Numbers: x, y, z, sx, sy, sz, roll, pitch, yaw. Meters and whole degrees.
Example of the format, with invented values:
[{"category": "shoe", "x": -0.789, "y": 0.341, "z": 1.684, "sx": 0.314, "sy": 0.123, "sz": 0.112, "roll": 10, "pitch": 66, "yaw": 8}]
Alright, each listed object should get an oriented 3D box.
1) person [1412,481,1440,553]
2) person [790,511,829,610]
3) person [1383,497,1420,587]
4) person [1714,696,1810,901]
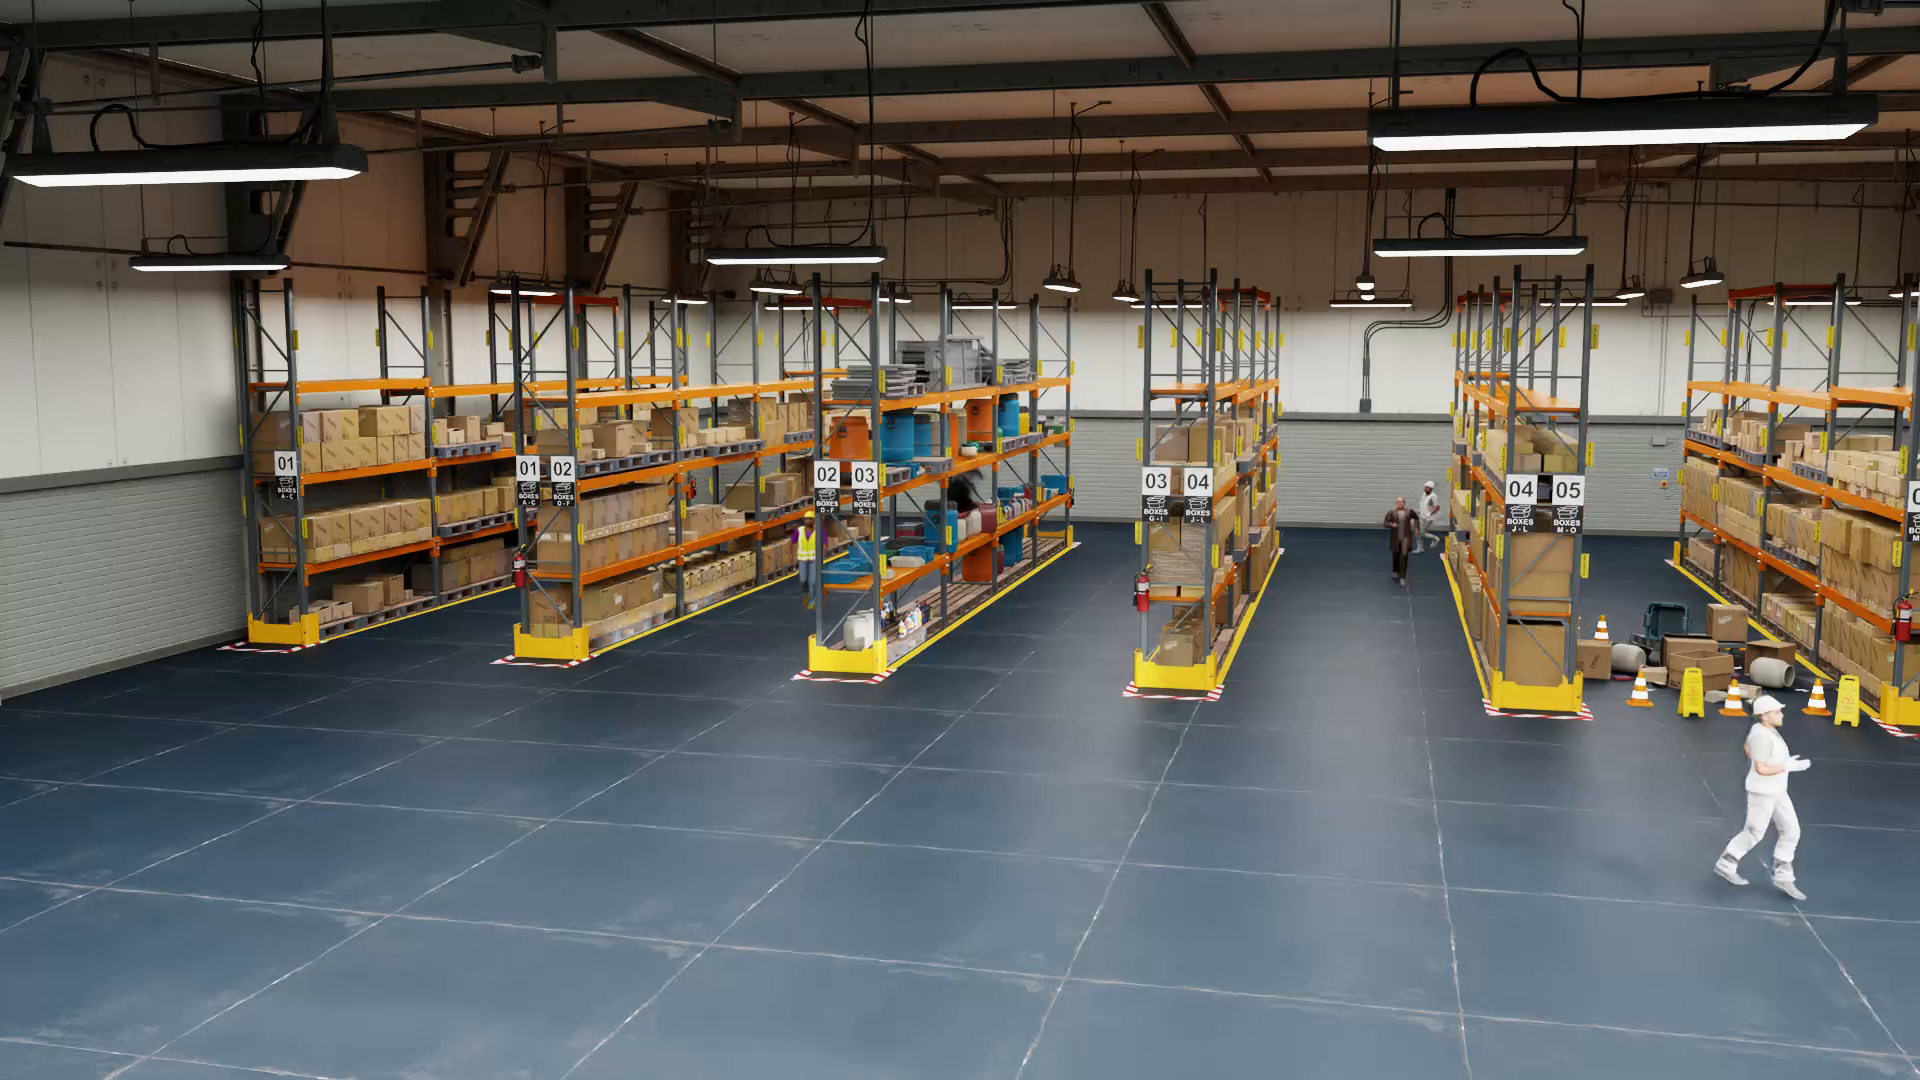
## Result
[{"category": "person", "x": 11.039, "y": -0.525, "z": 39.120, "sx": 0.618, "sy": 1.731, "sz": 0.731, "roll": -1, "pitch": 7, "yaw": -9}, {"category": "person", "x": -2.651, "y": 0.364, "z": 29.140, "sx": 0.698, "sy": 1.735, "sz": 0.545, "roll": 0, "pitch": 7, "yaw": 0}, {"category": "person", "x": 9.100, "y": 0.007, "z": 34.313, "sx": 0.729, "sy": 1.790, "sz": 1.048, "roll": 2, "pitch": 7, "yaw": 17}, {"category": "person", "x": 7.256, "y": 2.309, "z": 15.005, "sx": 0.755, "sy": 1.832, "sz": 0.632, "roll": 6, "pitch": 9, "yaw": 42}]
